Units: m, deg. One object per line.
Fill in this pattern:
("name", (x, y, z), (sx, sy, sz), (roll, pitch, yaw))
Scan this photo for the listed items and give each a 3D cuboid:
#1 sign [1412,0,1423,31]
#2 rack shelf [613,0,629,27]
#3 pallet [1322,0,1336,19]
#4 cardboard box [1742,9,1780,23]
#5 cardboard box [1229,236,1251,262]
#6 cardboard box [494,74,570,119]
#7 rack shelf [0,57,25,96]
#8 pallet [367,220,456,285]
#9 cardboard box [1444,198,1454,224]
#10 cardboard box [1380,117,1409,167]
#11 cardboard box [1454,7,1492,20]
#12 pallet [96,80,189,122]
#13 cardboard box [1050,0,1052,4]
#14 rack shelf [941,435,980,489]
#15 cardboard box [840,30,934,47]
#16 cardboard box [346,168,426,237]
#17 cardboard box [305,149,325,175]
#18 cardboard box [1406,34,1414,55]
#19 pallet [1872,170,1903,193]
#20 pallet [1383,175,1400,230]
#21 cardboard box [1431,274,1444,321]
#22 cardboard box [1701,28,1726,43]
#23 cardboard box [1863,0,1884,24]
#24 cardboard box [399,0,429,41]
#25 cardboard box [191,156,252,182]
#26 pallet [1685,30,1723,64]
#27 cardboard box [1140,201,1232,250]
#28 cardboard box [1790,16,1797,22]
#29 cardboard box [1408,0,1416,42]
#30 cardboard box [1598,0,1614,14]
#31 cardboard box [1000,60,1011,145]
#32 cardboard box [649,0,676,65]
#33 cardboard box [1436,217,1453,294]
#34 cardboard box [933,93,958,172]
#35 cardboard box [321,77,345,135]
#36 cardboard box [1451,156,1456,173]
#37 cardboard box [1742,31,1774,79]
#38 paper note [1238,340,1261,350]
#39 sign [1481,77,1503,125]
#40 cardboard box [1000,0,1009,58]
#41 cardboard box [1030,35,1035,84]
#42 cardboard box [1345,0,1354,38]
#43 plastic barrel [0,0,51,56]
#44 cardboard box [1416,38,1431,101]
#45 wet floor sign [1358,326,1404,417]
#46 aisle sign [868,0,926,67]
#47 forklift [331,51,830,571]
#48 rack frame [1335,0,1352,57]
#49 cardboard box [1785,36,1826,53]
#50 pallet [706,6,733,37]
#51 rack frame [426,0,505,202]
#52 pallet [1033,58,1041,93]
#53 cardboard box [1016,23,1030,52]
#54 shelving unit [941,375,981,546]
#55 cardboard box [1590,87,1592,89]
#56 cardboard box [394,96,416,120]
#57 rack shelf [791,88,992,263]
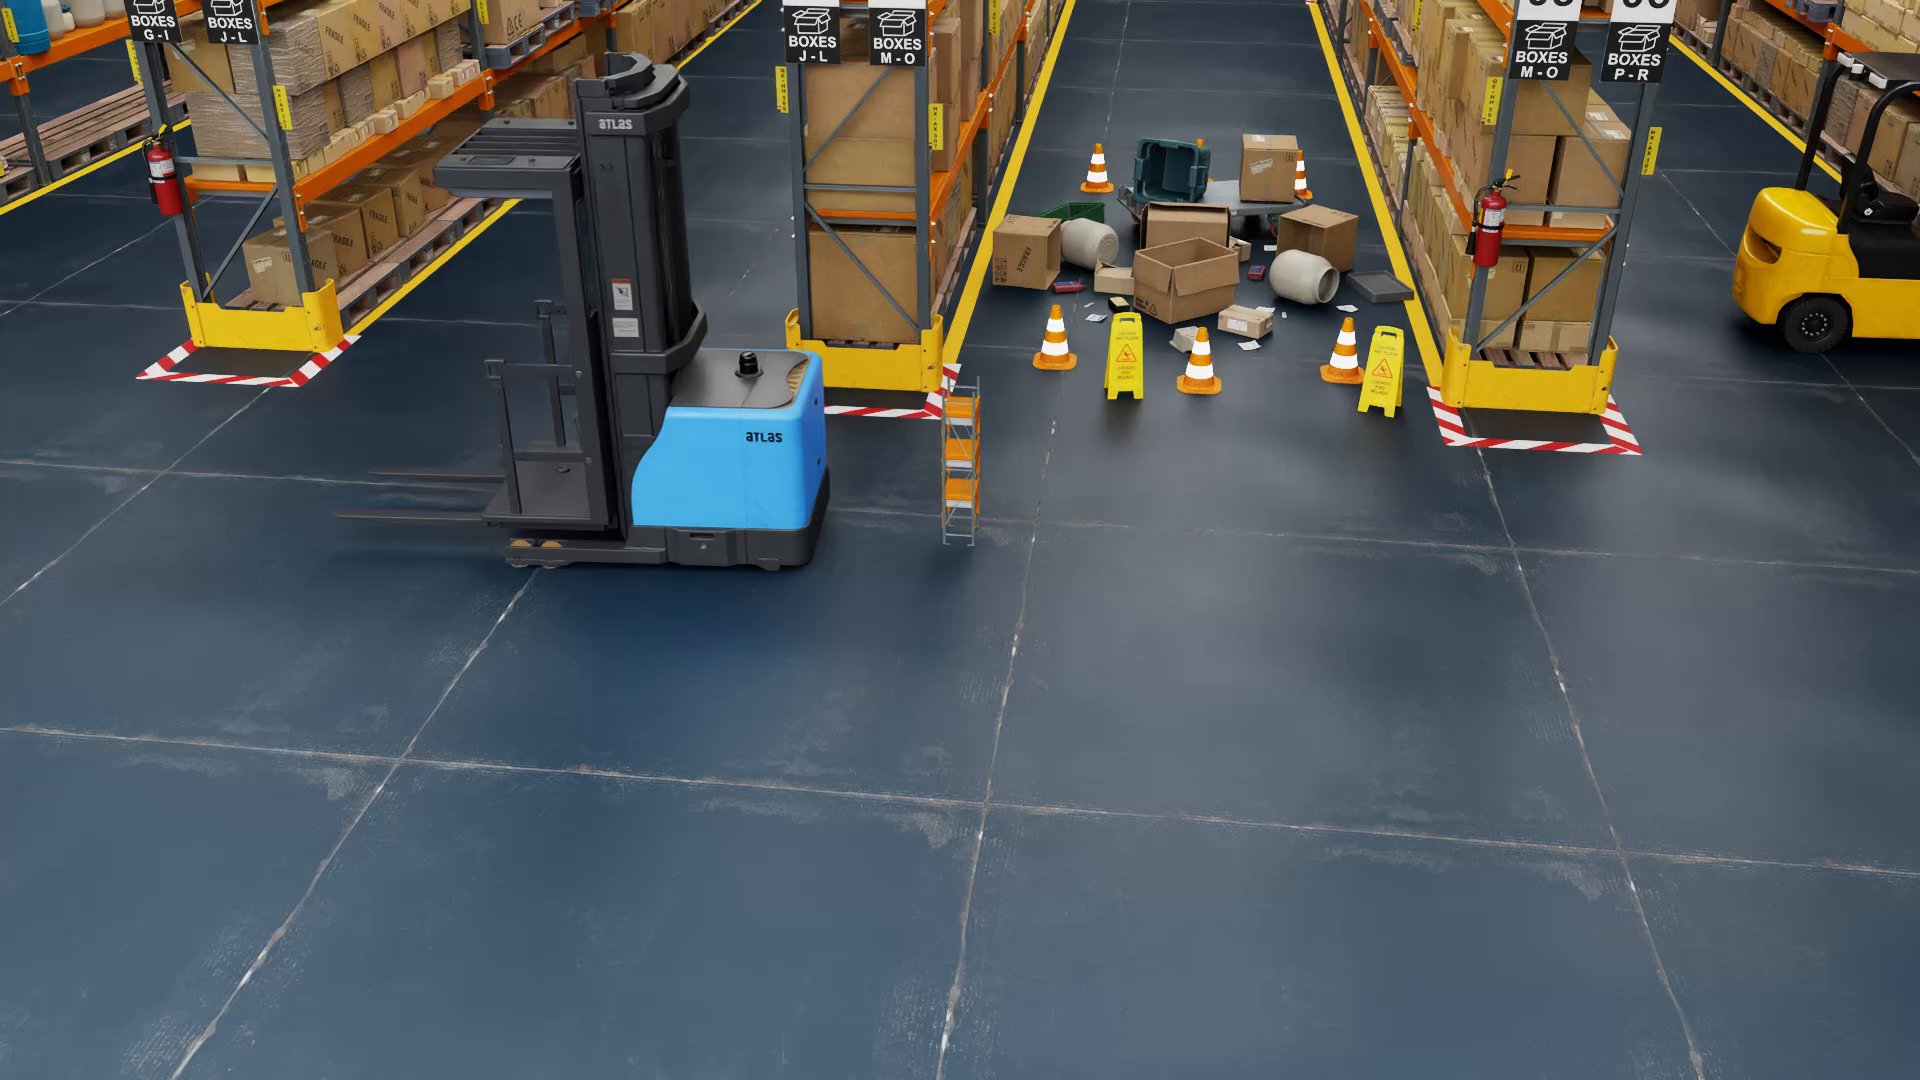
("sign", (4.141, -4.747, 14.970), (0.100, 0.325, 0.005), (3, 28, 6))
("rack shelf", (-4.408, -7.290, 21.670), (1.077, 0.370, 4.000), (3, 28, 6))
("pallet", (6.142, -8.247, 25.627), (1.003, 0.211, 1.213), (3, 28, 6))
("cardboard box", (10.334, -6.768, 21.450), (0.380, 0.149, 0.250), (3, 28, 5))
("cardboard box", (2.462, -2.744, 15.356), (0.258, 0.266, 0.396), (-17, 33, -29))
("cardboard box", (-4.833, -4.913, 18.671), (0.700, 0.500, 0.500), (6, 29, 10))
("rack shelf", (-10.304, -3.812, 15.214), (1.077, 0.370, 4.000), (3, 28, 6))
("pallet", (-5.337, -2.661, 15.259), (1.003, 0.211, 1.213), (3, 28, 6))
("cardboard box", (4.054, -2.601, 13.189), (0.380, 0.149, 0.250), (4, 29, 7))
("cardboard box", (4.922, -4.148, 17.406), (0.950, 0.372, 0.625), (4, 29, 8))
("cardboard box", (4.277, -3.903, 13.151), (0.700, 0.500, 0.500), (3, 28, 6))
("pallet", (-9.702, -5.363, 20.275), (1.003, 0.211, 1.213), (3, 28, 6))
("cardboard box", (1.138, -7.922, 24.333), (0.380, 0.149, 0.250), (5, 29, 9))
("rack shelf", (0.007, -0.478, 10.345), (0.215, 0.259, 0.240), (3, 28, 6))
("cardboard box", (-0.663, -3.542, 12.658), (0.875, 0.550, 0.550), (3, 28, 6))
("cardboard box", (-5.293, -3.114, 15.353), (0.500, 0.500, 0.500), (1, 28, 2))
("cardboard box", (-5.312, -3.026, 13.261), (0.380, 0.149, 0.250), (3, 28, 6))
("cardboard box", (4.527, -4.786, 16.085), (0.380, 0.149, 0.250), (3, 28, 5))
("pallet", (9.818, -3.617, 17.034), (1.003, 0.211, 1.213), (3, 28, 6))
("pallet", (4.786, -3.346, 16.530), (1.003, 0.211, 1.213), (3, 28, 6))
("cardboard box", (4.105, -1.938, 13.433), (0.500, 0.250, 0.500), (3, 29, 6))
("cardboard box", (10.376, -6.895, 22.741), (0.380, 0.149, 0.250), (3, 28, 5))
("cardboard box", (9.750, -5.527, 17.269), (0.500, 0.250, 0.500), (4, 29, 8))
("cardboard box", (-5.047, -4.699, 14.629), (0.500, 0.500, 0.500), (3, 28, 6))
("cardboard box", (-5.803, -2.935, 13.093), (0.380, 0.149, 0.250), (3, 28, 6))
("pallet", (10.684, -6.781, 22.907), (1.003, 0.211, 1.213), (3, 28, 6))
("cardboard box", (2.011, -2.699, 14.879), (0.797, 0.637, 0.503), (3, 28, 6))
("cardboard box", (10.792, -6.627, 21.189), (0.380, 0.149, 0.250), (4, 29, 7))
("cardboard box", (4.581, -5.031, 15.856), (0.500, 0.500, 0.500), (4, 29, 6))
("cardboard box", (4.565, -3.671, 11.296), (0.380, 0.149, 0.250), (3, 28, 6))
("cardboard box", (-0.010, -4.831, 18.276), (1.050, 0.750, 0.750), (4, 29, 7))
("cardboard box", (-4.431, -6.658, 21.535), (1.225, 0.875, 0.875), (3, 29, 6))
("cardboard box", (4.102, -2.267, 13.252), (0.500, 0.500, 0.500), (4, 29, 8))
("cardboard box", (-0.483, -3.324, 13.391), (0.875, 0.550, 0.550), (3, 28, 6))
("cardboard box", (-5.596, -3.574, 13.595), (0.875, 0.500, 0.500), (3, 28, 6))
("cardboard box", (4.123, -3.008, 13.228), (0.380, 0.149, 0.250), (3, 28, 6))
("cardboard box", (10.196, -6.070, 20.839), (0.500, 0.500, 0.500), (3, 28, 5))
("paper note", (2.342, -1.577, 13.438), (0.148, 0.019, 0.142), (-6, 29, -11))
("sign", (3.654, -3.015, 11.421), (0.100, 0.325, 0.005), (3, 28, 6))
("cardboard box", (0.224, -5.196, 16.918), (0.500, 0.500, 0.500), (3, 28, 6))
("cardboard box", (0.655, -5.969, 20.652), (0.500, 0.500, 0.500), (4, 29, 7))
("cardboard box", (5.856, -7.319, 23.223), (0.875, 0.438, 0.875), (3, 28, 5))
("plastic barrel", (-9.711, -5.455, 16.977), (0.600, 0.901, 0.708), (3, 28, 6))
("cardboard box", (4.362, -4.191, 14.739), (0.500, 0.500, 0.500), (3, 28, 6))
("wet floor sign", (3.117, -1.260, 12.201), (0.267, 0.644, 0.232), (14, 31, 24))
("aisle sign", (-0.434, -3.658, 11.428), (0.394, 0.787, 0.004), (3, 28, 6))
("forklift", (-2.392, -1.362, 9.979), (3.031, 2.935, 1.130), (2, 28, 3))
("rack frame", (5.672, -7.973, 22.178), (1.000, 3.000, 0.127), (3, 28, 6))
("cardboard box", (10.104, -5.911, 19.860), (0.380, 0.149, 0.250), (3, 28, 5))
("pallet", (-3.992, -7.674, 24.564), (1.003, 0.211, 1.213), (3, 28, 6))
("rack frame", (-5.143, -4.783, 16.257), (1.000, 3.000, 0.127), (3, 28, 6))
("pallet", (0.506, -6.043, 21.536), (1.003, 0.211, 1.213), (3, 28, 6))
("cardboard box", (0.582, -6.055, 20.020), (0.500, 0.250, 0.500), (2, 28, 4))
("shelving unit", (0.007, -0.487, 10.340), (0.215, 1.050, 0.252), (3, 28, 6))
("cardboard box", (4.711, -3.430, 13.326), (0.500, 0.500, 0.500), (3, 28, 5))
("cardboard box", (-5.076, -3.849, 14.788), (0.380, 0.149, 0.250), (3, 28, 6))
("rack shelf", (-0.478, -3.189, 14.057), (1.077, 0.370, 4.000), (3, 28, 6))
